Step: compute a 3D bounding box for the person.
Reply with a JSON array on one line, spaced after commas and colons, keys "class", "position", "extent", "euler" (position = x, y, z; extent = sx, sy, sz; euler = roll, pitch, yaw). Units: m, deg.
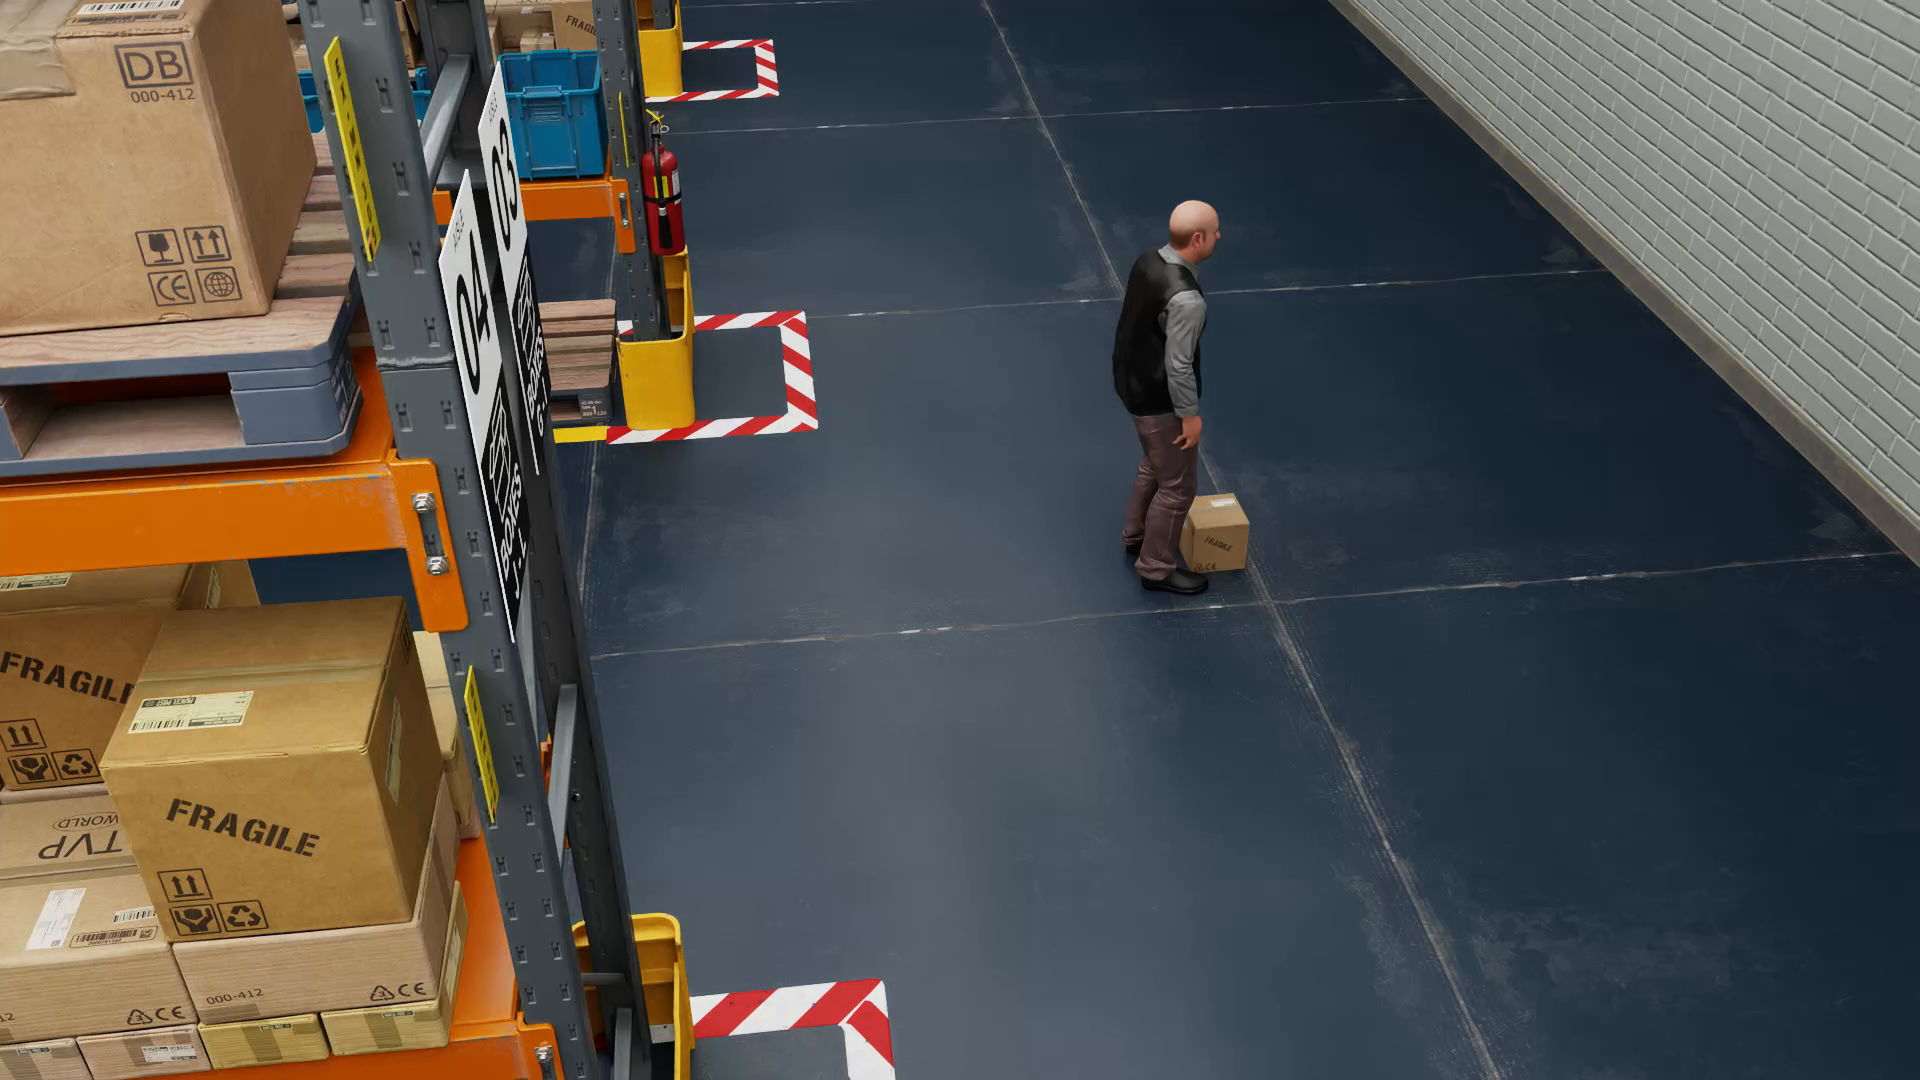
[{"class": "person", "position": [0.860, -0.611, 7.053], "extent": [0.425, 1.719, 0.583], "euler": [-6, 35, -9]}]
